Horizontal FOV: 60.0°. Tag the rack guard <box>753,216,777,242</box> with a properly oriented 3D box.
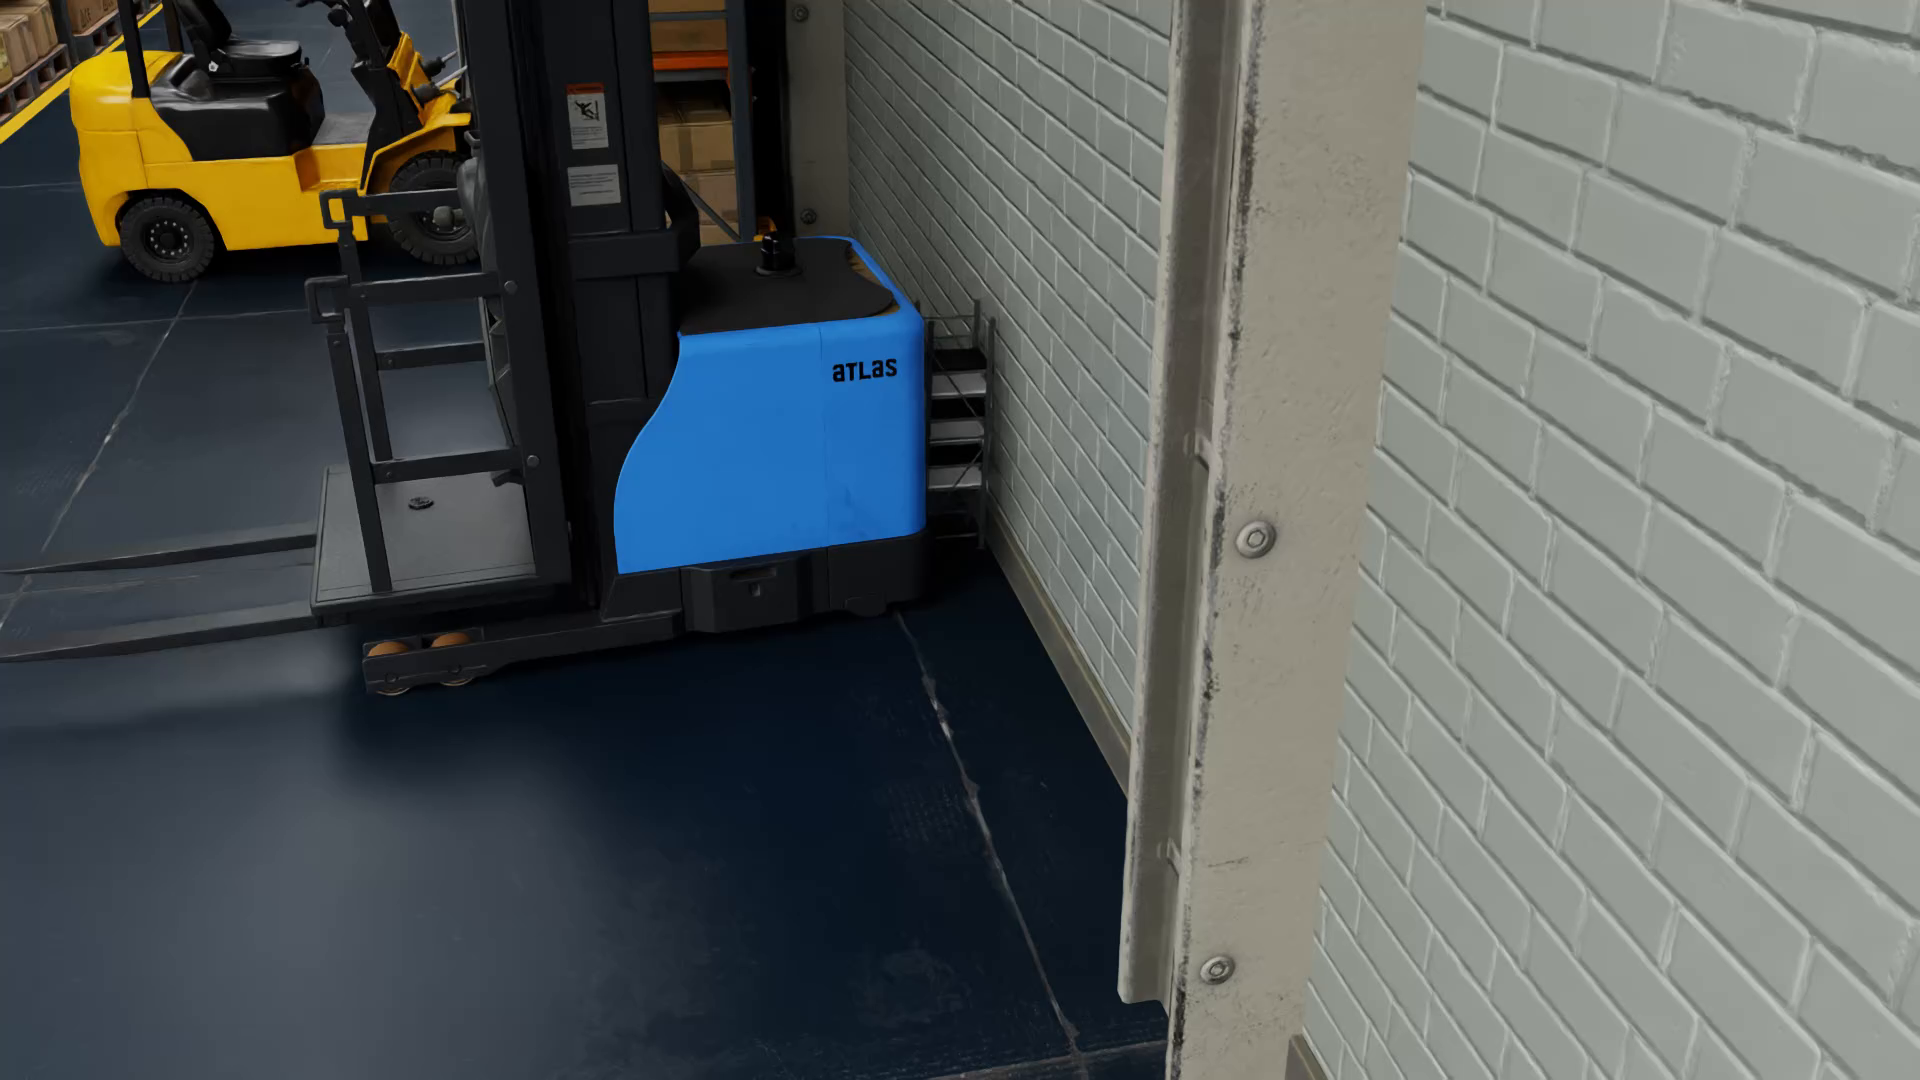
[{"bbox_3d":[-1.489,-1.280,8.232,1.175,0.500,0.348,-6,27,-12],"label":"rack guard"}]

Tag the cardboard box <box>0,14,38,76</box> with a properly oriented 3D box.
[{"bbox_3d":[-7.841,-3.855,13.010,0.950,0.372,0.625,-6,27,-13],"label":"cardboard box"}]

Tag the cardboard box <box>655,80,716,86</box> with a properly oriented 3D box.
[{"bbox_3d":[-1.637,-2.483,9.316,0.500,0.250,0.500,-6,27,-12],"label":"cardboard box"}]

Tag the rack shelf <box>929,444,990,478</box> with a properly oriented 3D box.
[{"bbox_3d":[-0.041,-0.295,6.096,0.258,0.077,0.200,-4,27,-14],"label":"rack shelf"}]

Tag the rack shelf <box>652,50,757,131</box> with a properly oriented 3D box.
[{"bbox_3d":[-1.946,-2.964,9.591,1.077,0.370,4.000,-6,27,-12],"label":"rack shelf"}]

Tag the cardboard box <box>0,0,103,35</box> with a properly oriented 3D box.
[{"bbox_3d":[-8.208,-4.964,14.648,0.875,0.875,0.875,-6,27,-12],"label":"cardboard box"}]

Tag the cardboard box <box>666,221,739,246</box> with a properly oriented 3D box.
[{"bbox_3d":[-1.415,-1.602,8.681,0.500,0.250,0.500,-6,27,-11],"label":"cardboard box"}]

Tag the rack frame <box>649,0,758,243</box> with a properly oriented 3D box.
[{"bbox_3d":[-1.495,-2.407,7.690,1.000,3.000,0.127,-6,27,-12],"label":"rack frame"}]

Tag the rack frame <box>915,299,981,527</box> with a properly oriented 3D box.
[{"bbox_3d":[-0.061,-0.450,6.129,0.240,0.900,0.006,-4,27,-14],"label":"rack frame"}]

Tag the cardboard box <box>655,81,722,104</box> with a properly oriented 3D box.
[{"bbox_3d":[-1.535,-2.262,8.879,0.500,0.250,0.500,-6,27,-12],"label":"cardboard box"}]

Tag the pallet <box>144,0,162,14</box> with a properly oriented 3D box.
[{"bbox_3d":[-8.787,-5.593,17.097,1.003,0.211,1.213,-6,27,-12],"label":"pallet"}]

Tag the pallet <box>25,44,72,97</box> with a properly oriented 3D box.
[{"bbox_3d":[-7.958,-3.825,13.594,1.003,0.211,1.213,-6,27,-12],"label":"pallet"}]

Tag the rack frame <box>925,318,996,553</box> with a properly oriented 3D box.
[{"bbox_3d":[-0.011,-0.360,5.953,0.240,0.900,0.006,-4,27,-14],"label":"rack frame"}]

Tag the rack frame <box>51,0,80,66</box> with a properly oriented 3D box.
[{"bbox_3d":[-8.133,-5.413,13.646,1.000,3.000,0.127,-6,27,-12],"label":"rack frame"}]

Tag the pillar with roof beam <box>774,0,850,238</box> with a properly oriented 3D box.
[{"bbox_3d":[-4.968,-5.045,6.259,9.100,9.000,0.400,-6,27,-12],"label":"pillar with roof beam"}]

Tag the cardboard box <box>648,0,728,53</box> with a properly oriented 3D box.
[{"bbox_3d":[-1.336,-2.697,8.154,0.500,0.500,0.500,-5,27,-10],"label":"cardboard box"}]

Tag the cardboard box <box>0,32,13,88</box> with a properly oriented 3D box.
[{"bbox_3d":[-7.676,-3.522,12.349,0.950,0.372,0.625,-5,27,-10],"label":"cardboard box"}]

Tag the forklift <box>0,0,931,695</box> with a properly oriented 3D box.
[{"bbox_3d":[-1.677,-1.082,5.140,3.031,2.935,1.130,-8,28,-15],"label":"forklift"}]

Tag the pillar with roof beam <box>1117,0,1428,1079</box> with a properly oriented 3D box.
[{"bbox_3d":[-3.616,-2.411,1.040,9.100,9.000,0.400,-6,27,-12],"label":"pillar with roof beam"}]

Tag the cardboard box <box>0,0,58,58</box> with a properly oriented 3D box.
[{"bbox_3d":[-8.015,-4.179,13.650,0.950,0.372,0.625,-8,28,-15],"label":"cardboard box"}]

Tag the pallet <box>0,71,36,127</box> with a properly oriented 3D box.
[{"bbox_3d":[-7.687,-3.291,12.535,1.003,0.211,1.213,-6,27,-12],"label":"pallet"}]

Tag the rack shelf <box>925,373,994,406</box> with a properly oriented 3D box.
[{"bbox_3d":[-0.030,-0.536,5.976,0.258,0.077,0.200,-4,27,-14],"label":"rack shelf"}]

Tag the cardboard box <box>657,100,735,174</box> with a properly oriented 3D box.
[{"bbox_3d":[-1.419,-2.043,8.445,0.500,0.250,0.500,-6,27,-12],"label":"cardboard box"}]

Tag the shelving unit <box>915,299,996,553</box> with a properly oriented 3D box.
[{"bbox_3d":[-0.036,-0.405,6.041,0.258,0.900,0.210,-4,27,-14],"label":"shelving unit"}]

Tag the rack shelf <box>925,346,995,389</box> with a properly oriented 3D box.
[{"bbox_3d":[-0.027,-0.617,5.936,0.258,0.077,0.200,-4,27,-14],"label":"rack shelf"}]

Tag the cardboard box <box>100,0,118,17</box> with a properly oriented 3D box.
[{"bbox_3d":[-8.405,-5.356,15.424,0.875,0.875,0.875,-6,27,-11],"label":"cardboard box"}]

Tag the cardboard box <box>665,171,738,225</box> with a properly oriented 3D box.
[{"bbox_3d":[-1.398,-1.818,8.553,0.500,0.250,0.500,-5,27,-11],"label":"cardboard box"}]

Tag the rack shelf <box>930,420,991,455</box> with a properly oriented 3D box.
[{"bbox_3d":[-0.037,-0.375,6.056,0.258,0.077,0.200,-4,27,-14],"label":"rack shelf"}]

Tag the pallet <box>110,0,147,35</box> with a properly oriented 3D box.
[{"bbox_3d":[-8.509,-5.057,16.034,1.003,0.211,1.213,-6,27,-12],"label":"pallet"}]

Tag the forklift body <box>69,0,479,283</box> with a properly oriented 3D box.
[{"bbox_3d":[-3.700,-2.675,9.163,2.313,2.155,1.214,-6,27,-12],"label":"forklift body"}]

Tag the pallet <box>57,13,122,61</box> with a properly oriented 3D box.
[{"bbox_3d":[-8.237,-4.522,14.975,1.003,0.211,1.213,-6,27,-12],"label":"pallet"}]

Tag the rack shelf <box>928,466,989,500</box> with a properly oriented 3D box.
[{"bbox_3d":[-0.045,-0.214,6.136,0.258,0.077,0.200,-4,27,-14],"label":"rack shelf"}]

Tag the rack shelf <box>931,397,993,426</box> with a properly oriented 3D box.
[{"bbox_3d":[-0.034,-0.456,6.016,0.258,0.077,0.200,-4,27,-14],"label":"rack shelf"}]
